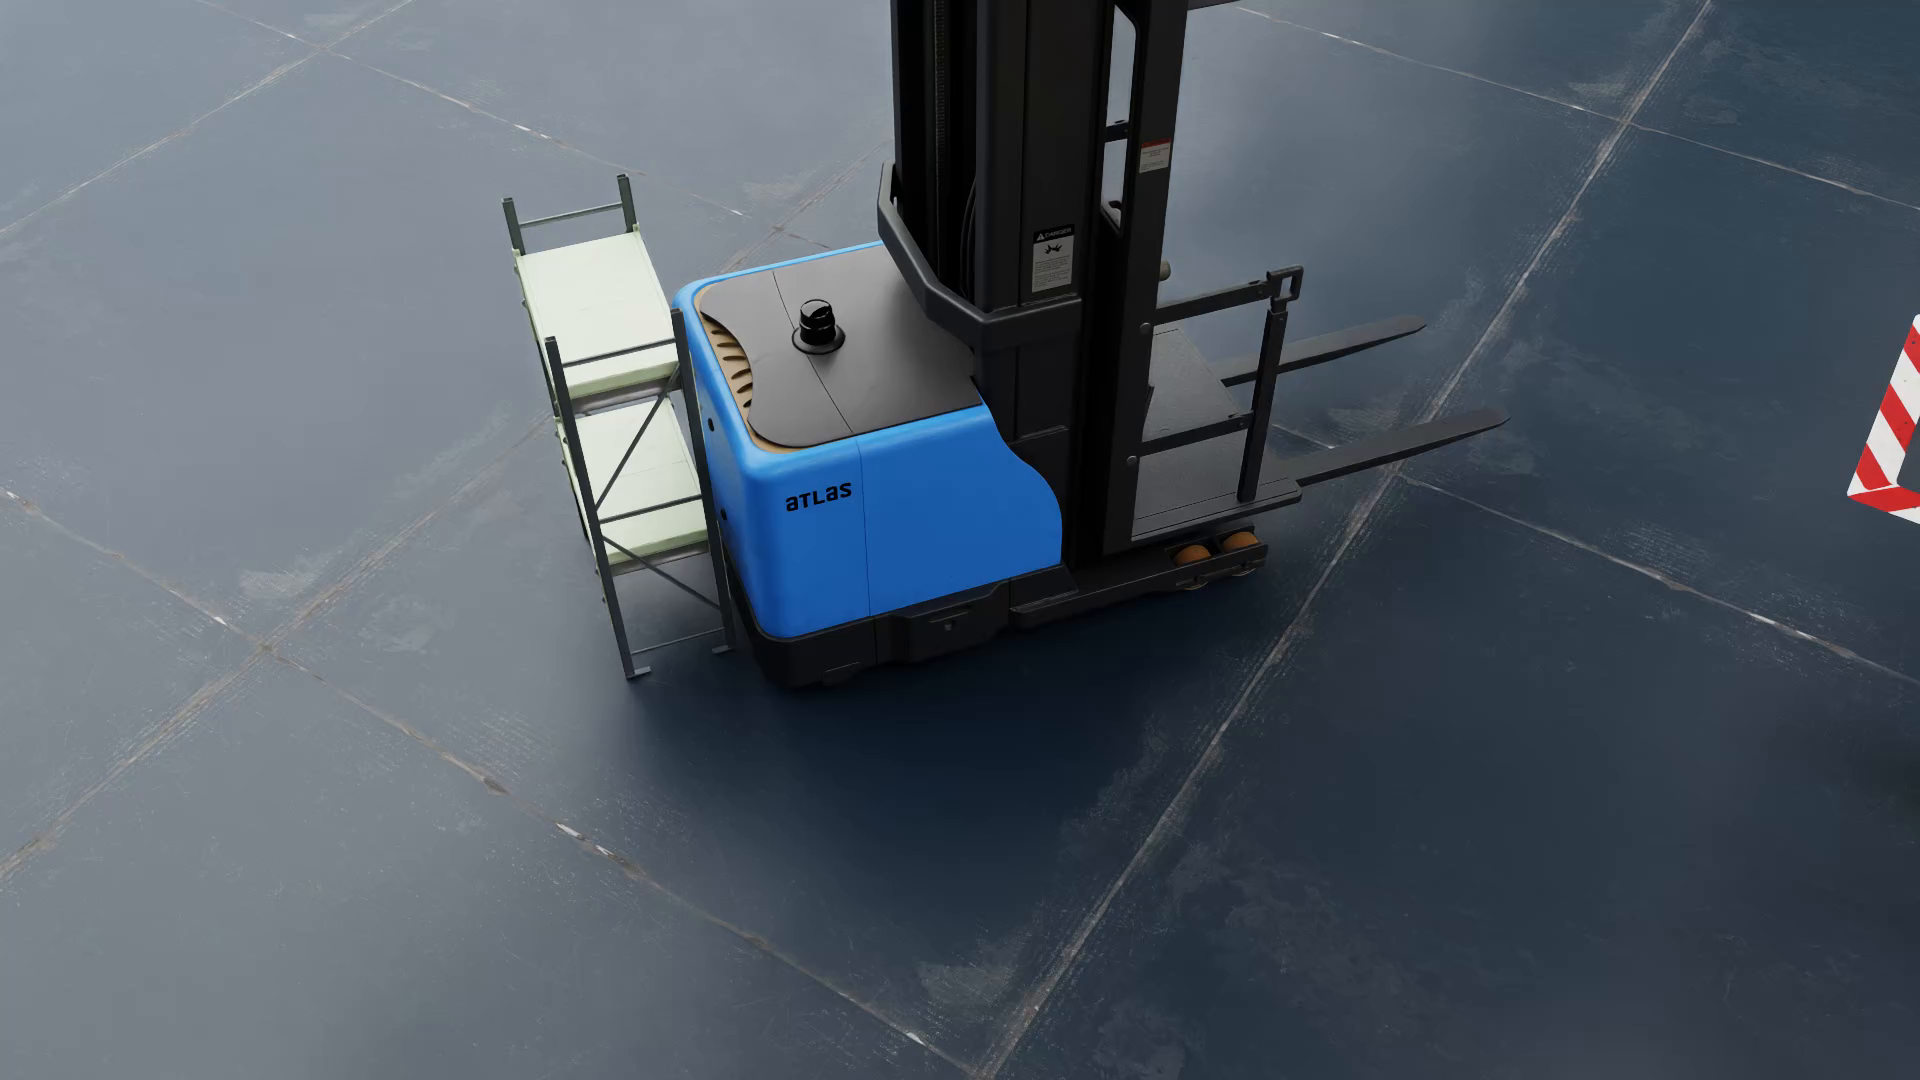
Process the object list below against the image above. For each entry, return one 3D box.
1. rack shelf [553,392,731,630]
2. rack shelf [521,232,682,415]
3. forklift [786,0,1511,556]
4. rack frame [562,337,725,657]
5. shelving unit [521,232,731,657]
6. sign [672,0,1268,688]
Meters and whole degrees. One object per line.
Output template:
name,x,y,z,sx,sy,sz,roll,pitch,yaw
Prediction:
rack shelf,-1.106,-0.116,5.768,0.431,0.370,0.720,-15,48,-13
rack shelf,-1.114,-0.681,5.182,0.368,0.124,0.686,-15,48,-13
forklift,0.592,-1.178,5.351,3.031,2.935,1.121,-15,48,-14
rack frame,-0.985,-0.095,5.293,0.380,1.308,0.010,-15,48,-13
shelving unit,-1.107,-0.338,5.530,0.431,1.308,0.731,-15,48,-13
sign,0.048,-0.998,5.249,2.025,2.768,2.177,25,51,22
